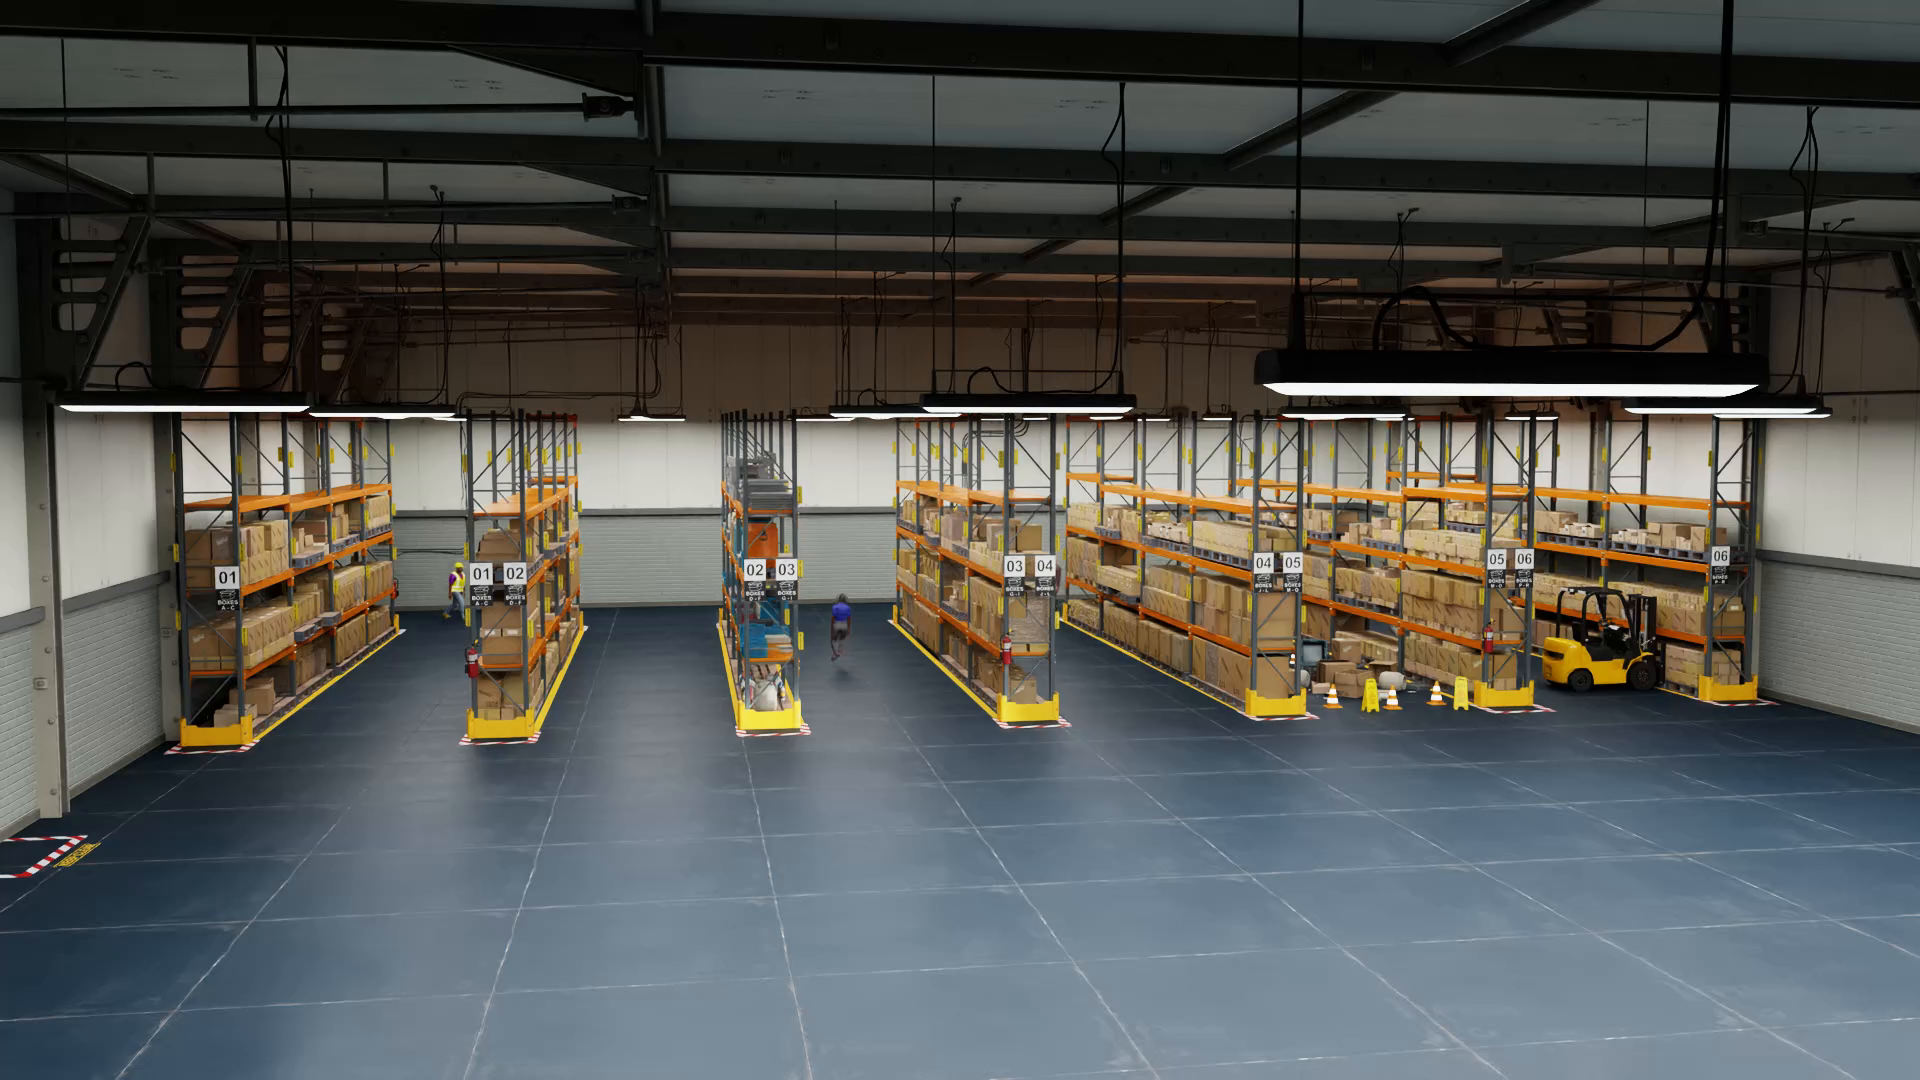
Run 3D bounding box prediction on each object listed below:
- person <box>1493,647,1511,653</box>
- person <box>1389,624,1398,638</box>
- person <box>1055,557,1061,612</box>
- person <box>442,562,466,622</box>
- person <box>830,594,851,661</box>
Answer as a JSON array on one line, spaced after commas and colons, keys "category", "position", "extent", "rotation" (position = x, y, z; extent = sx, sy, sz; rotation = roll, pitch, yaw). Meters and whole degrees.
[{"category": "person", "position": [12.402, 2.227, 37.976], "extent": [0.541, 1.827, 0.599], "rotation": [-1, 4, -14]}, {"category": "person", "position": [11.330, 1.864, 42.918], "extent": [0.600, 1.751, 0.634], "rotation": [-3, 5, -33]}, {"category": "person", "position": [2.734, 1.364, 49.501], "extent": [0.533, 1.773, 0.613], "rotation": [-2, 5, -30]}, {"category": "person", "position": [-14.619, 1.502, 48.289], "extent": [1.085, 1.718, 0.563], "rotation": [1, 4, 17]}, {"category": "person", "position": [-2.806, 2.045, 39.090], "extent": [0.486, 1.572, 0.562], "rotation": [-1, 4, -8]}]
